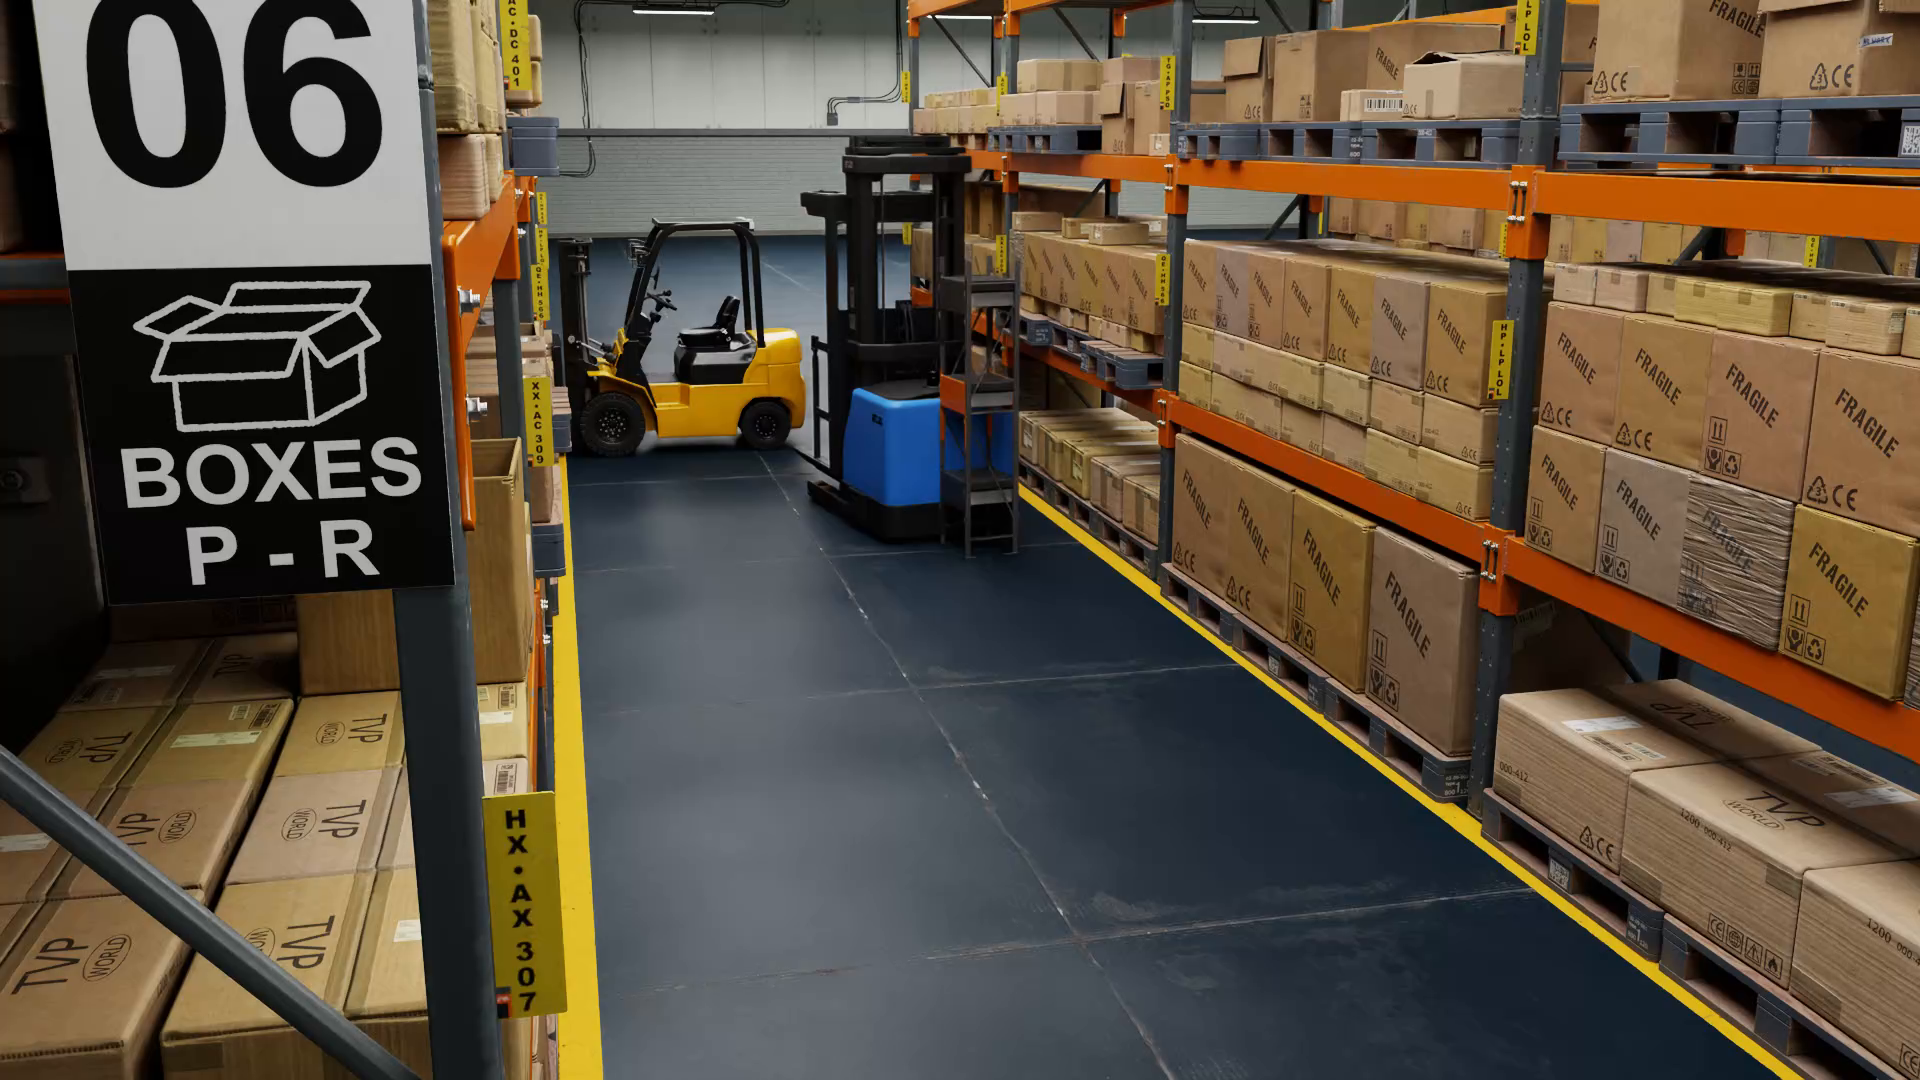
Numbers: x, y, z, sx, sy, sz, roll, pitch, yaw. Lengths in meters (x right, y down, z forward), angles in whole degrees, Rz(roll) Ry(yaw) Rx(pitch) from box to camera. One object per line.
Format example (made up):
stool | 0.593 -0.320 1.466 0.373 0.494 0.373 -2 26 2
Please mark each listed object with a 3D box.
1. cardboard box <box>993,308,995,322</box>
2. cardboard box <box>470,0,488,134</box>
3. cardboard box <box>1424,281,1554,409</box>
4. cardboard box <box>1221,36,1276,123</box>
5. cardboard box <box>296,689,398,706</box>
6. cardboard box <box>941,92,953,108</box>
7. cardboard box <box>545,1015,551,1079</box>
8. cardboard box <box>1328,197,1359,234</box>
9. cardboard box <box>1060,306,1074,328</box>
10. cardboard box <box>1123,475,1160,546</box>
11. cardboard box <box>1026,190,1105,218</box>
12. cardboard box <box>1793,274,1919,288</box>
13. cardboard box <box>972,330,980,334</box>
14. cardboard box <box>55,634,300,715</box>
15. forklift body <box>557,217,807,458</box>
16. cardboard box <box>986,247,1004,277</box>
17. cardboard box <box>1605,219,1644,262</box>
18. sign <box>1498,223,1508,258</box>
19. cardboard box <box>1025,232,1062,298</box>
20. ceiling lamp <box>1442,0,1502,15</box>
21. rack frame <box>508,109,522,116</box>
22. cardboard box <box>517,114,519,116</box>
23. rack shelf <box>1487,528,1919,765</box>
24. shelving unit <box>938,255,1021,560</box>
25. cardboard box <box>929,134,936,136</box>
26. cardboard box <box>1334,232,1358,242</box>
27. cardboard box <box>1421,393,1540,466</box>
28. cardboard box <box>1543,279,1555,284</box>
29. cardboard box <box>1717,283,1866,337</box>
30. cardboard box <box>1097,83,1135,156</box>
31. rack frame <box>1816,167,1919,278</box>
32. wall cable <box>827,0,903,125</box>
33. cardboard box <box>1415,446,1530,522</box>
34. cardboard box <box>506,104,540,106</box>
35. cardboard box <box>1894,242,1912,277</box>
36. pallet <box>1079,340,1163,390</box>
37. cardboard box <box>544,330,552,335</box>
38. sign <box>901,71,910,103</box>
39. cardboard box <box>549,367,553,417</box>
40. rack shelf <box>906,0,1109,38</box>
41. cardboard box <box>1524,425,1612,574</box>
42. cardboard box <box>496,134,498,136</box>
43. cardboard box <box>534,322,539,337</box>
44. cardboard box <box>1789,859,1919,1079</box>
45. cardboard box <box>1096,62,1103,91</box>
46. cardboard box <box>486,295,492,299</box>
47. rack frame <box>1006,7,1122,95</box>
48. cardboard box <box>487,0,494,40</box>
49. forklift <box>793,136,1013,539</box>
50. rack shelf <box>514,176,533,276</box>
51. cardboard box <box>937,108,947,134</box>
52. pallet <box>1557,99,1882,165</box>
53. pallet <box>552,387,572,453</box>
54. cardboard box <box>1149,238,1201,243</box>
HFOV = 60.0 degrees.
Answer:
cardboard box | 0.516 -2.033 14.959 0.380 0.149 0.250 -3 14 -14
cardboard box | -1.204 -0.934 3.298 0.500 0.250 0.500 -4 14 -15
cardboard box | 2.417 -0.876 7.376 0.500 0.500 0.500 -3 14 -11
cardboard box | 2.062 -2.808 10.179 0.797 0.503 0.637 -4 14 -17
cardboard box | -1.345 0.406 4.133 0.500 0.250 0.500 -4 14 -15
cardboard box | 0.026 -4.353 16.454 0.380 0.149 0.250 -3 14 -12
cardboard box | -1.577 1.373 4.871 0.700 0.500 0.500 -4 14 -15
cardboard box | 4.785 -3.830 19.192 0.875 0.550 0.550 -3 14 -13
cardboard box | 0.989 -1.733 12.844 0.380 0.149 0.250 -3 14 -11
cardboard box | 1.704 -0.234 11.716 0.950 0.372 0.625 -4 14 -17
cardboard box | 0.995 -2.891 14.995 0.700 0.500 0.500 -3 14 -14
cardboard box | 3.230 -0.867 5.969 0.380 0.149 0.250 -3 14 -14
cardboard box | 0.002 -1.926 17.320 0.500 0.500 0.500 -4 14 -15
cardboard box | -1.839 0.430 4.034 0.500 0.250 0.500 -3 14 -13
forklift body | -2.657 -1.995 16.063 2.313 2.155 1.214 -3 14 -13
cardboard box | 0.541 -2.380 15.011 0.500 0.500 0.500 -4 14 -15
cardboard box | 6.039 -2.582 14.360 0.700 0.500 0.500 -3 14 -13
sign | 5.136 -2.825 15.680 0.100 0.325 0.005 -3 14 -13
cardboard box | 0.837 -2.256 13.618 0.500 0.500 0.500 -3 14 -13
ceiling lamp | 14.070 -15.791 45.803 2.000 3.185 0.800 -3 14 -13
rack frame | -2.997 -3.812 9.071 1.000 3.000 0.127 -3 14 -13
cardboard box | -2.522 -2.062 8.541 0.500 0.250 0.500 -3 14 -13
rack shelf | 3.236 0.558 5.338 1.077 0.370 4.000 -3 14 -13
shelving unit | 0.135 -0.952 11.898 0.431 2.100 0.503 -6 15 -22
cardboard box | -0.112 -4.143 17.274 0.380 0.149 0.250 -3 14 -12
cardboard box | 4.867 -3.310 19.339 0.875 0.550 0.550 -3 14 -13
cardboard box | 2.426 -0.511 7.461 0.500 0.250 0.500 -3 14 -13
cardboard box | 2.942 -0.905 7.492 0.500 0.500 0.500 -3 14 -13
cardboard box | 2.798 -0.776 5.600 0.380 0.149 0.250 -4 14 -15
cardboard box | 1.441 -3.033 11.984 0.797 0.503 0.637 -3 14 -13
rack frame | 6.615 -1.475 12.143 1.000 3.000 0.127 -3 14 -13
wall cable | -2.809 -15.299 48.920 2.305 6.003 0.169 -3 14 -13
cardboard box | 2.416 -0.269 7.525 0.500 0.250 0.500 -4 14 -15
cardboard box | -1.899 -1.832 6.718 0.380 0.149 0.250 -3 14 -12
cardboard box | 10.391 -3.068 17.828 0.875 0.500 0.500 -3 14 -13
pallet | 1.556 -1.241 11.590 1.213 0.211 1.003 -3 14 -13
cardboard box | -4.465 -2.009 17.131 0.500 0.250 0.500 -3 14 -11
sign | -0.579 -4.873 17.889 0.100 0.325 0.005 -3 14 -13
cardboard box | -2.435 -0.804 8.828 0.500 0.250 0.500 -4 14 -16
rack shelf | 0.418 -5.123 15.958 1.077 0.370 4.000 -3 14 -13
cardboard box | 2.622 -0.179 6.627 0.500 0.500 0.500 -3 14 -11
cardboard box | -1.632 -1.187 5.175 0.380 0.149 0.250 -3 14 -13
cardboard box | -2.840 -1.185 10.221 0.500 0.250 0.500 -3 14 -13
cardboard box | 3.230 1.353 5.081 0.875 0.438 0.875 -3 14 -12
cardboard box | 1.147 -3.803 13.730 0.500 0.250 0.500 -3 14 -12
cardboard box | -2.935 -1.471 10.550 0.380 0.149 0.250 -3 14 -12
rack frame | 0.887 -5.013 13.984 1.000 3.000 0.127 -3 14 -13
cardboard box | -1.577 -1.527 4.674 0.500 0.250 0.500 -4 14 -14
forklift | -0.614 -1.738 13.364 1.130 2.935 3.031 -6 15 -22
rack shelf | -2.527 -1.544 7.623 1.077 0.370 4.000 -3 14 -13
cardboard box | 0.061 -4.184 16.603 0.500 0.250 0.500 -3 14 -12
pallet | 2.948 -1.478 6.021 1.003 0.211 1.213 -3 14 -13
pallet | -2.770 -0.652 9.181 1.213 0.211 1.003 -3 14 -13
cardboard box | 1.576 -2.047 12.764 0.500 0.500 0.500 -4 14 -15
